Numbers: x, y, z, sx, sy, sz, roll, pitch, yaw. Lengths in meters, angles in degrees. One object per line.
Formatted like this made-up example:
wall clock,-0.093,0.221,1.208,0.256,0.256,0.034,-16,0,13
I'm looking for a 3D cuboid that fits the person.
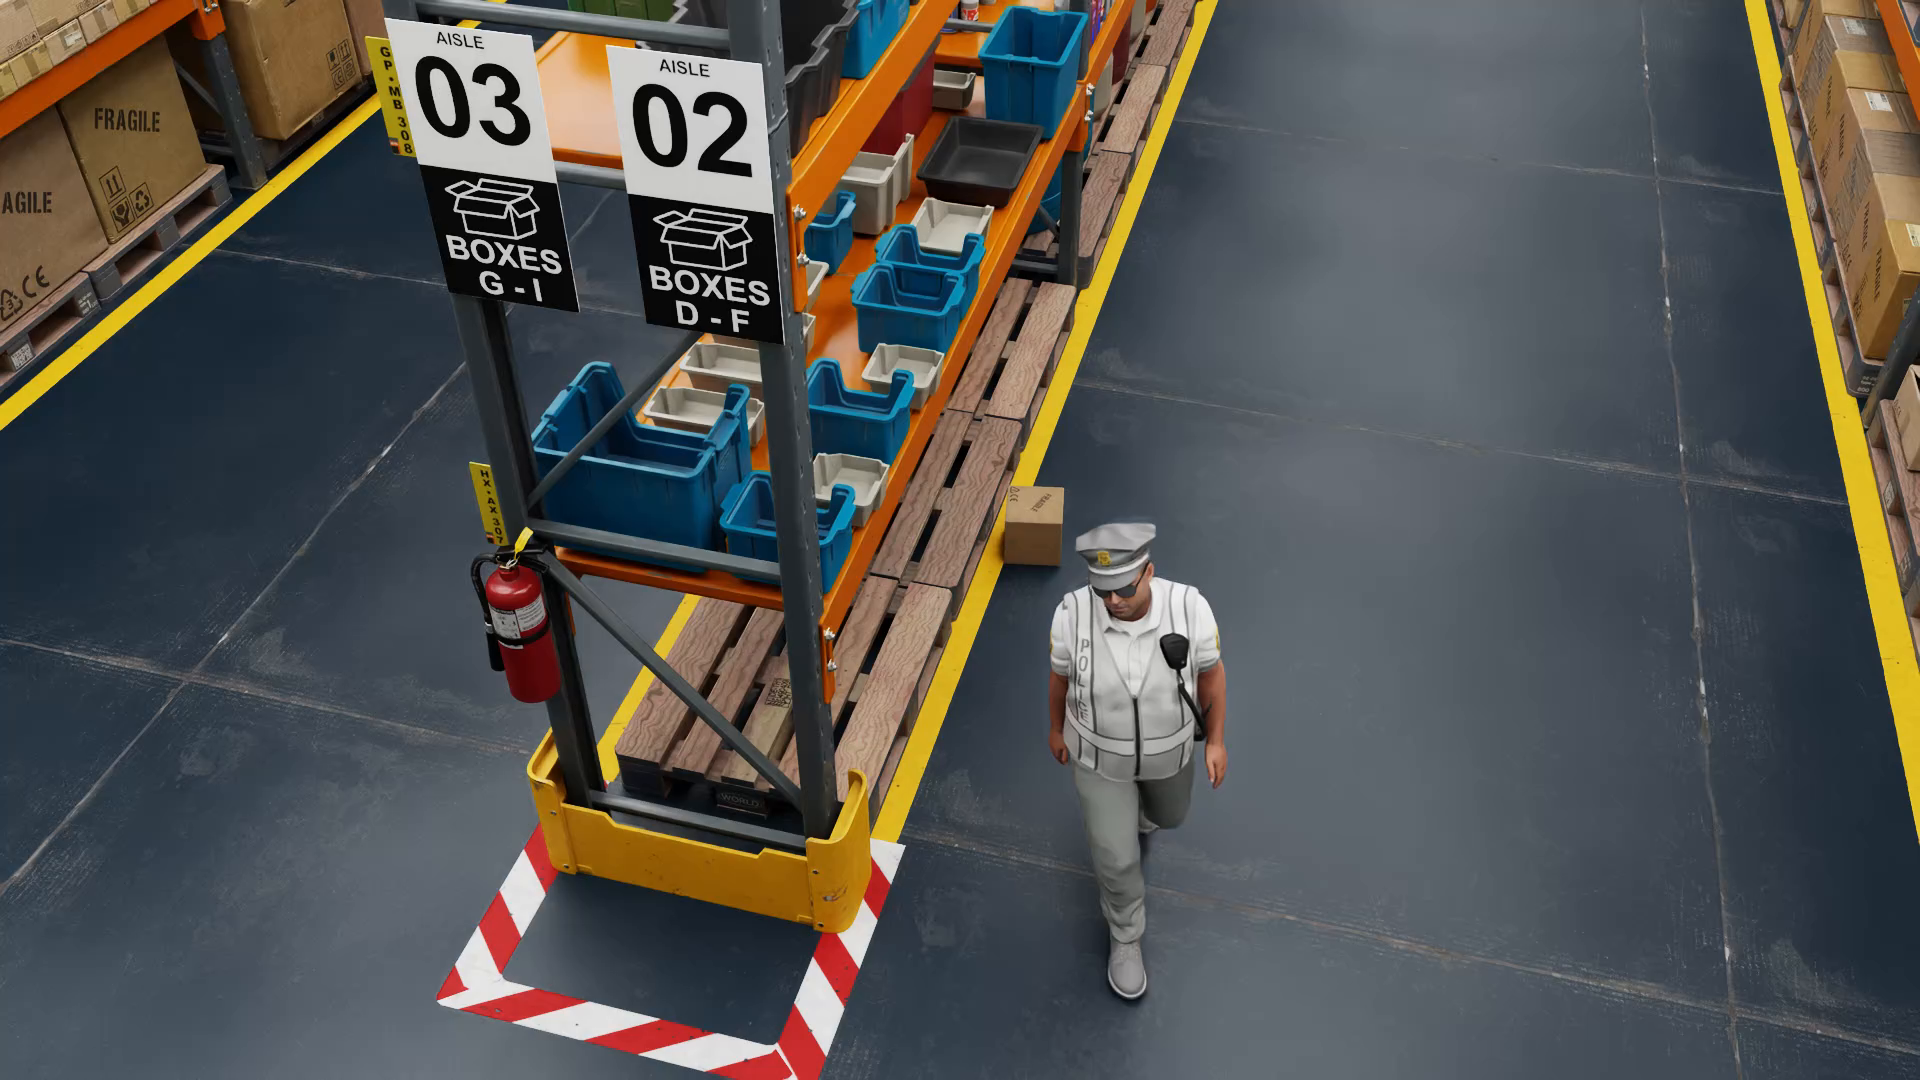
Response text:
person,0.575,0.615,5.431,0.586,1.717,0.929,-2,41,-2
